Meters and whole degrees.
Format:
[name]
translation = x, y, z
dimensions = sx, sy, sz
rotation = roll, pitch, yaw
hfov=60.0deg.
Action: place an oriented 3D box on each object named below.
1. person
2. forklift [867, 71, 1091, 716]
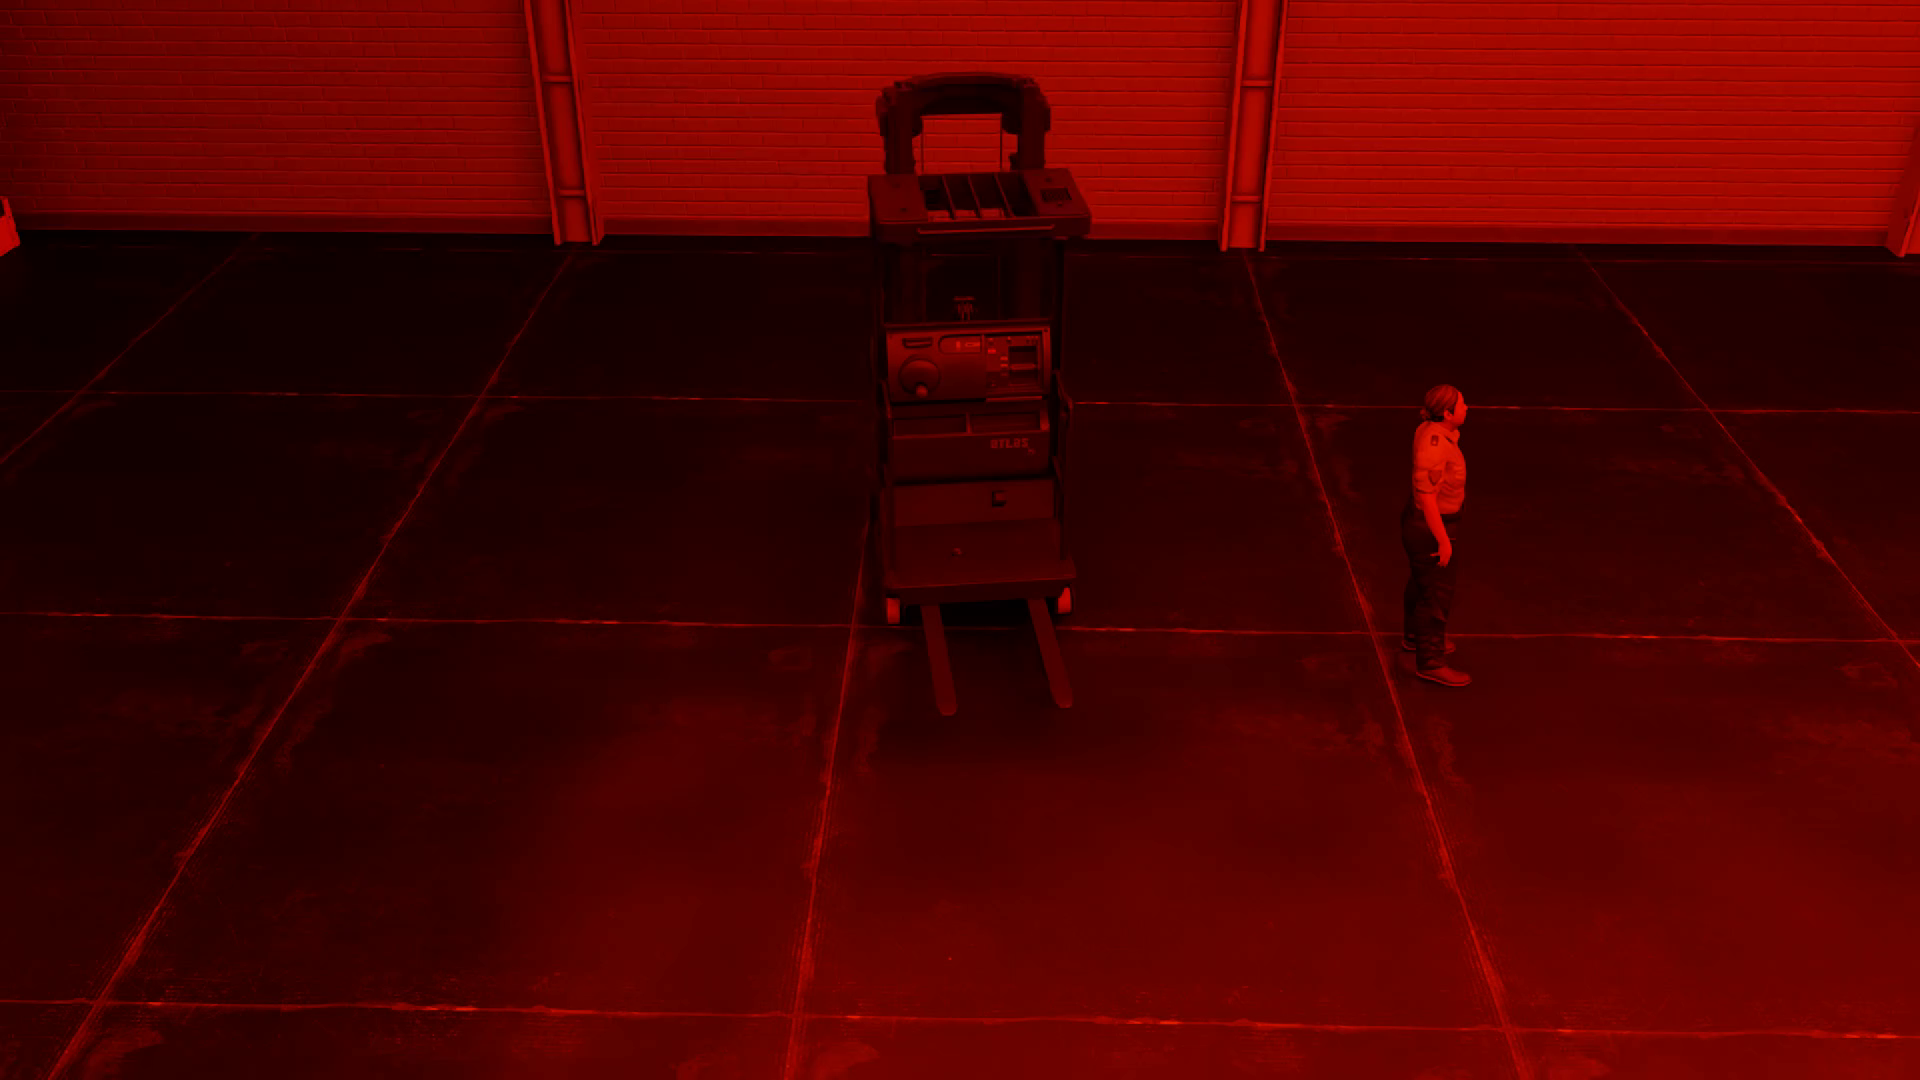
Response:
[person]
translation = 2.621, -0.047, 8.970
dimensions = 0.475, 1.650, 0.573
rotation = 6, 31, 9
[forklift]
translation = 0.077, -0.954, 9.232
dimensions = 1.130, 2.935, 3.031
rotation = -3, 31, -5
